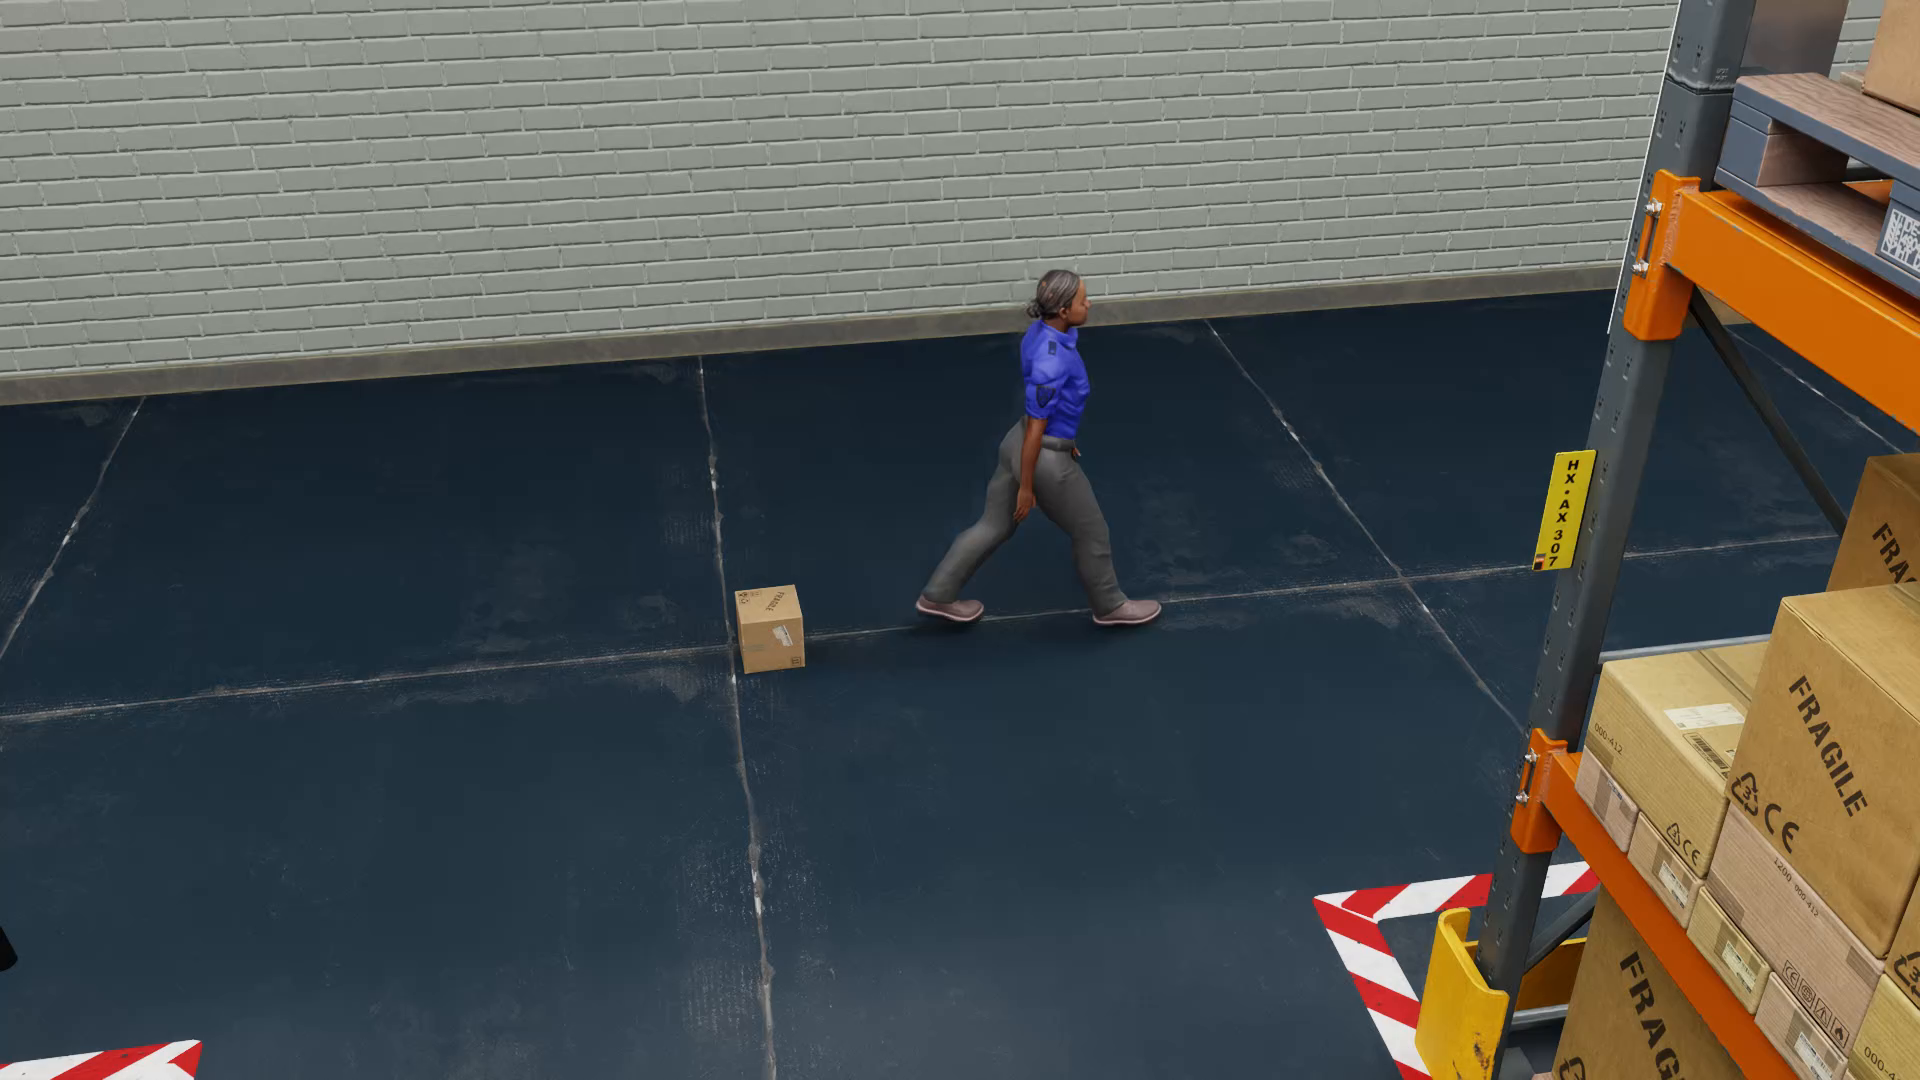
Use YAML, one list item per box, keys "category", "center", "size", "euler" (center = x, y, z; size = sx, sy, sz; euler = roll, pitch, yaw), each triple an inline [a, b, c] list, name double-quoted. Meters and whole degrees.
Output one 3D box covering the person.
- category: "person"
  center: [0.331, -0.341, 6.721]
  size: [1.039, 1.598, 0.445]
  euler: [-6, 31, -9]
